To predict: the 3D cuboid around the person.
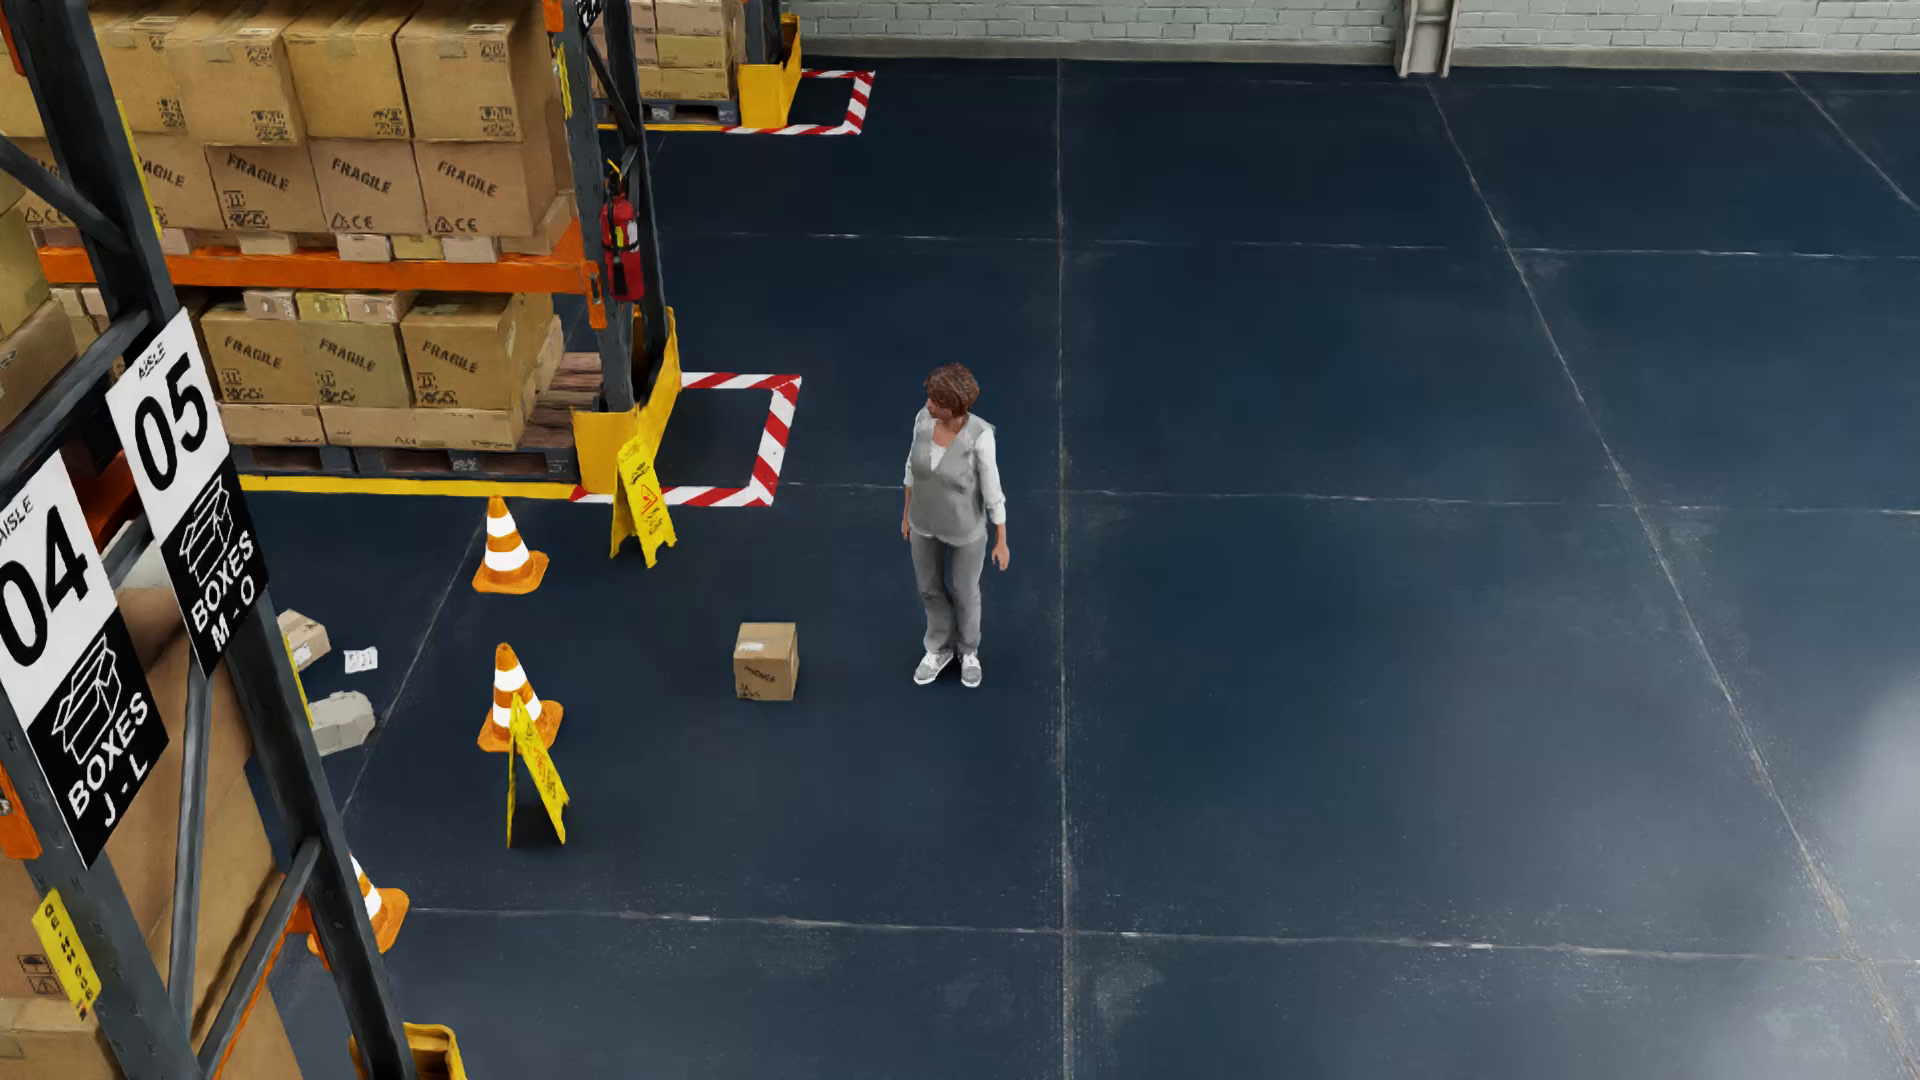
[{"bbox_3d":[-0.017,-0.042,7.144,0.513,1.602,0.345,15,39,20],"label":"person"}]
